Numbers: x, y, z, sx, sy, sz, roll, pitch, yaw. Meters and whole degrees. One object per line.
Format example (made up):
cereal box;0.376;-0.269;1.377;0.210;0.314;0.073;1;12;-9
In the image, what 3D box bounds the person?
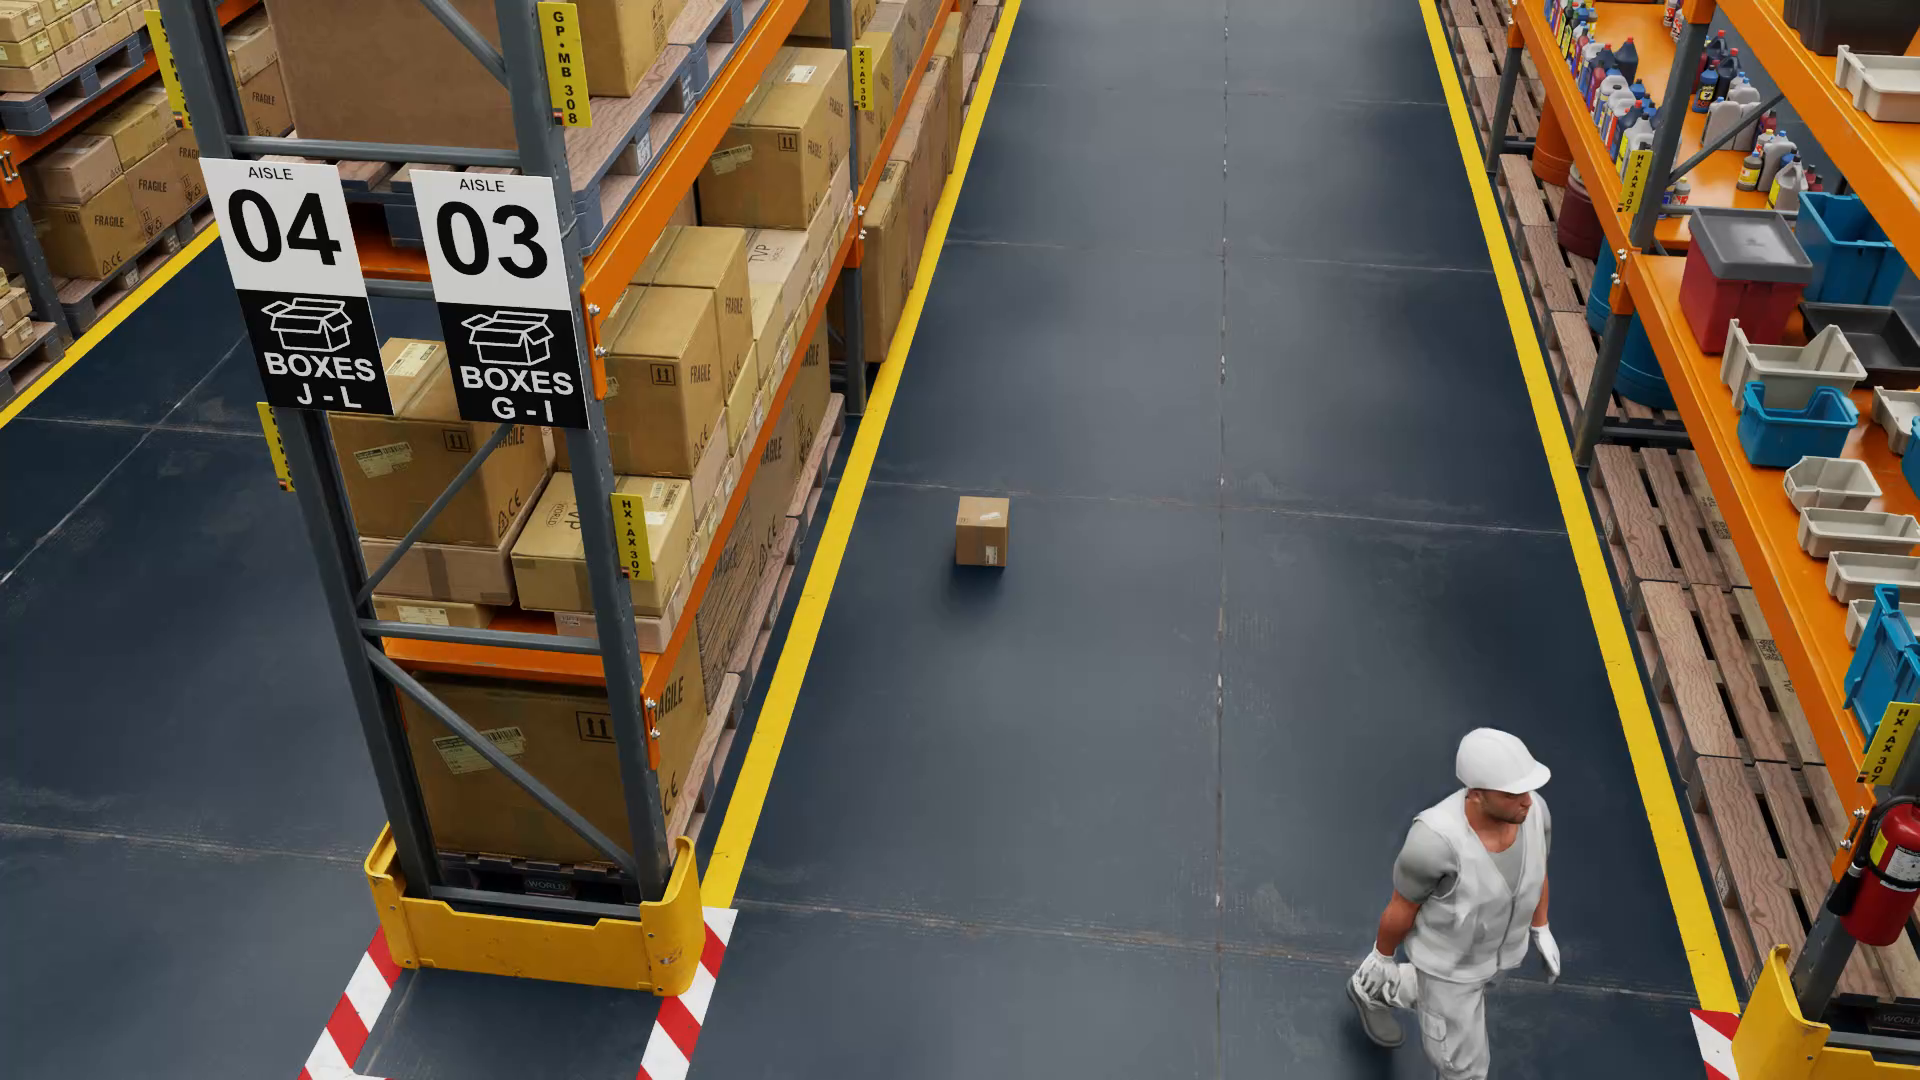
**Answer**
person;1.594;1.285;5.247;0.597;1.755;0.998;-17;39;-22
